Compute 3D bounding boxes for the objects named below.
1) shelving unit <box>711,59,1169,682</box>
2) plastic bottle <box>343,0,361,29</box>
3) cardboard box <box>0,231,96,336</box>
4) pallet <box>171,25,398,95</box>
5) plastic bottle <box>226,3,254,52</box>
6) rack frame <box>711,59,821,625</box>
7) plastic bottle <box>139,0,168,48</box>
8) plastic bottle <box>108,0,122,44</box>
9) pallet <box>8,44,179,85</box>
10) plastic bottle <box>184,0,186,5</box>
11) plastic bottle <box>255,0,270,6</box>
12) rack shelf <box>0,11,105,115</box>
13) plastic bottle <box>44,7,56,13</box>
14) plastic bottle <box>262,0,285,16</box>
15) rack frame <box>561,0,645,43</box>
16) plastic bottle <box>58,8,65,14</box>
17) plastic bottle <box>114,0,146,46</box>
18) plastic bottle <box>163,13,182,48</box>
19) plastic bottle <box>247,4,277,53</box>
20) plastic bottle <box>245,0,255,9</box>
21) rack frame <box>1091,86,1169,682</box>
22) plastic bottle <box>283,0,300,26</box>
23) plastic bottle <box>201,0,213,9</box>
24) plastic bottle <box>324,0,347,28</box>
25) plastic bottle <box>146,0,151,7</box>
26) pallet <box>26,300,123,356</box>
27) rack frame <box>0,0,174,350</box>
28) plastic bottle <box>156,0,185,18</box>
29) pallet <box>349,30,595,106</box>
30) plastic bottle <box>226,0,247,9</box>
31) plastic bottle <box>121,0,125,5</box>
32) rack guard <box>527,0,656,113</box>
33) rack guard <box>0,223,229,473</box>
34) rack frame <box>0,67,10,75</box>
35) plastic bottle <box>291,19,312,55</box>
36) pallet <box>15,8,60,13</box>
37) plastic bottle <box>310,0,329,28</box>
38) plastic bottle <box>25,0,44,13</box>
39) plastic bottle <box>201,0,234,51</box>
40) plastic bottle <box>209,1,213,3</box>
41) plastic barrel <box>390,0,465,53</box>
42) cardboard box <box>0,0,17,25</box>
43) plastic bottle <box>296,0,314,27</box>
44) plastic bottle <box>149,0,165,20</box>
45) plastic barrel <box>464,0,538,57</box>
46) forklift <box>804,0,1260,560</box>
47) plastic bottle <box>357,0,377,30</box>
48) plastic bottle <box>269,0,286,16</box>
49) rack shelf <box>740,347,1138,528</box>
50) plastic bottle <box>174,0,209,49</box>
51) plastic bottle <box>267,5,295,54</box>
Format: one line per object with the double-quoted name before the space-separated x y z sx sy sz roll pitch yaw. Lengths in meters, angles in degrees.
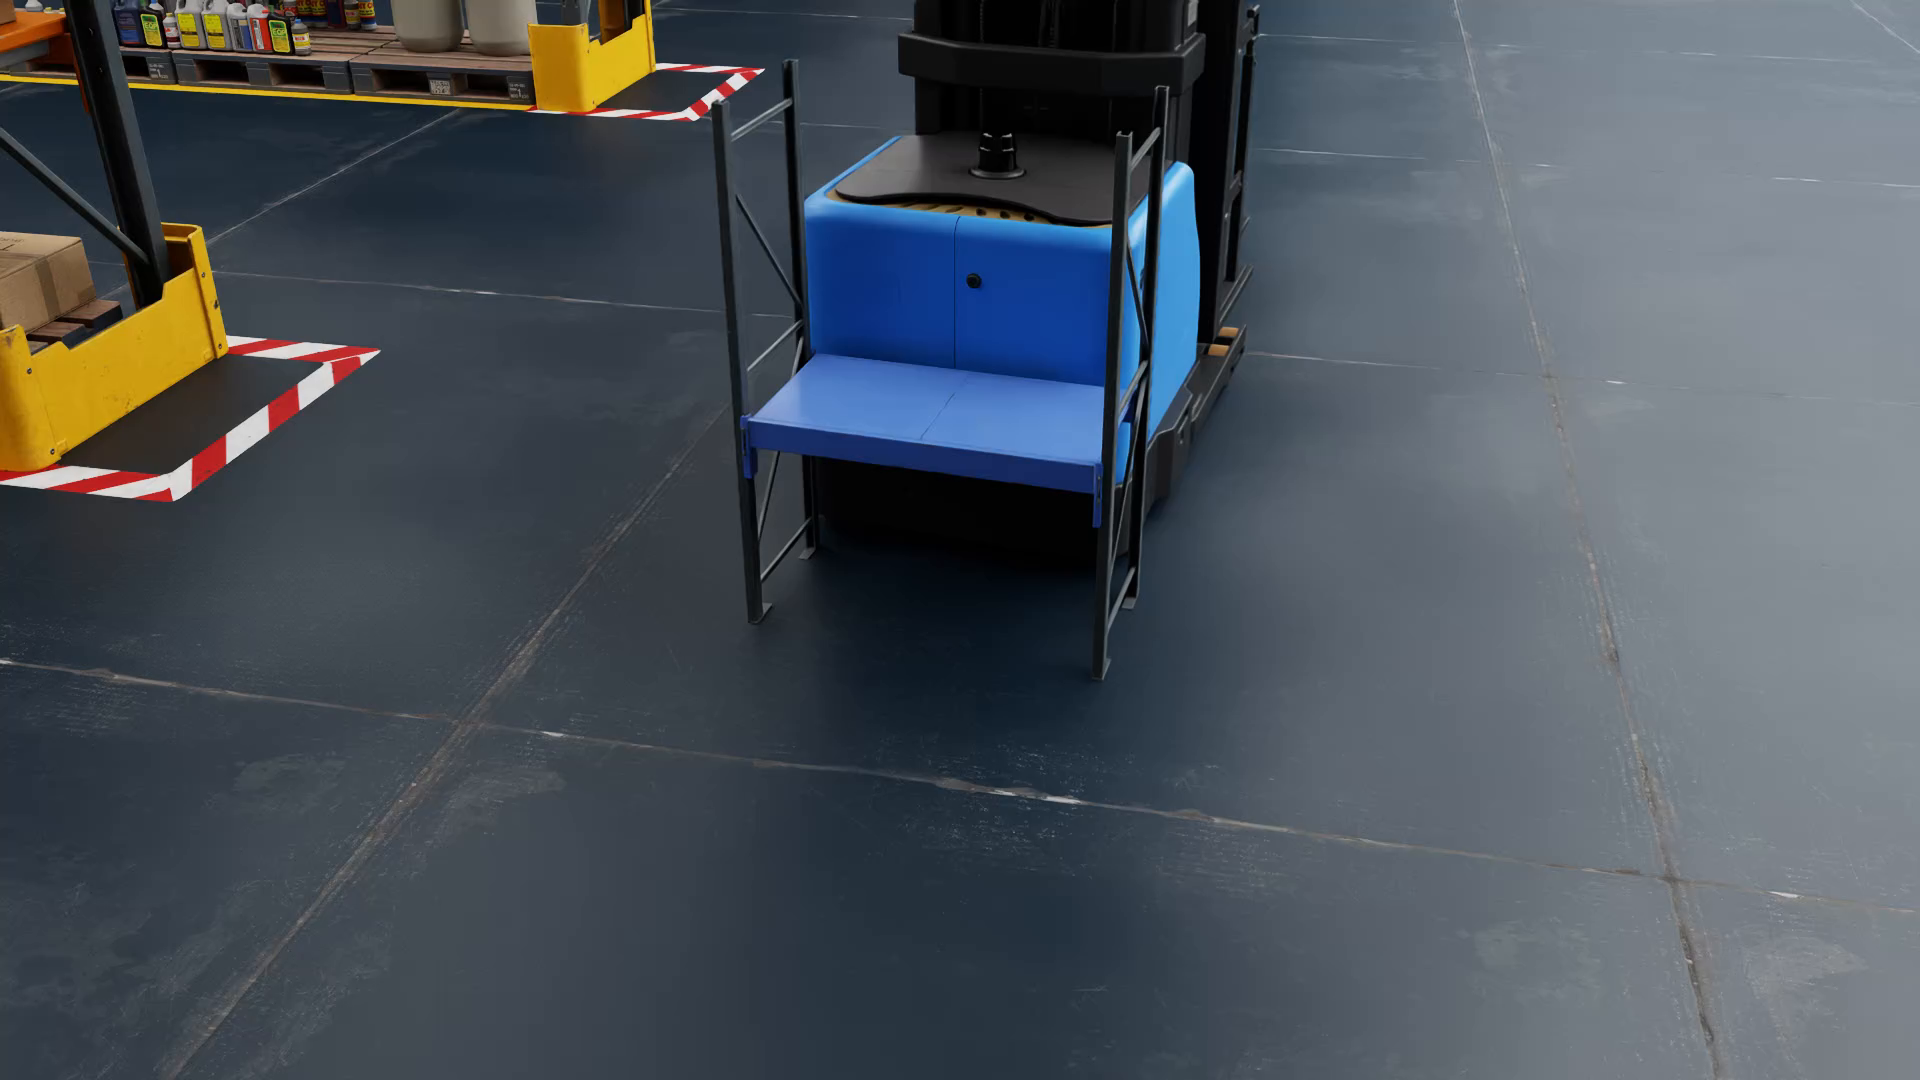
"shelving unit" -0.040 -0.457 4.523 1.048 1.500 0.538 8 30 15
"plastic bottle" -3.986 -3.464 10.909 0.097 0.201 0.097 0 29 0
"cardboard box" -3.693 -0.970 6.325 0.500 0.250 0.500 6 29 11
"pallet" -4.244 -3.129 10.746 1.213 0.211 1.003 6 29 11
"plastic bottle" -4.441 -3.188 10.328 0.135 0.276 0.152 5 29 9
"rack frame" -0.526 -0.529 4.654 0.032 1.500 0.500 8 30 15
"plastic bottle" -5.049 -3.231 10.399 0.133 0.283 0.061 7 30 13
"plastic bottle" -5.386 -3.316 10.484 0.185 0.351 0.144 7 29 12
"pallet" -5.441 -3.251 10.968 1.213 0.211 1.003 6 29 11
"plastic bottle" -5.211 -3.643 11.082 0.185 0.351 0.144 4 29 8
"plastic bottle" -4.616 -3.528 11.027 0.097 0.201 0.097 0 29 0
"rack shelf" -5.171 -1.719 6.015 4.000 0.370 1.077 6 29 11
"plastic bottle" -5.769 -3.278 10.570 0.097 0.201 0.097 0 29 0
"plastic bottle" -4.284 -3.228 10.393 0.133 0.283 0.061 6 29 11
"rack frame" -2.177 -4.160 9.724 0.127 3.000 1.000 6 29 11
"plastic bottle" -5.670 -3.268 10.552 0.097 0.201 0.097 0 29 0
"plastic bottle" -5.201 -3.297 10.449 0.185 0.351 0.144 5 29 8
"plastic bottle" -4.929 -3.192 10.413 0.097 0.201 0.097 0 29 0
"plastic bottle" -4.305 -3.174 10.303 0.135 0.276 0.152 6 29 11
"plastic bottle" -4.737 -3.560 11.007 0.135 0.276 0.152 6 29 11
"rack frame" 0.446 -0.386 4.393 0.032 1.500 0.500 8 30 15
"plastic bottle" -4.415 -3.508 10.989 0.097 0.201 0.097 0 29 0
"plastic bottle" -4.779 -3.294 10.521 0.135 0.276 0.152 6 29 11
"plastic bottle" -4.102 -3.521 10.928 0.133 0.283 0.061 6 29 11
"plastic bottle" -5.429 -3.595 10.993 0.185 0.351 0.144 6 29 11
"pallet" -3.972 -0.668 6.250 1.213 0.211 1.003 6 29 11
"rack frame" -3.215 -1.834 5.476 0.127 3.000 1.000 6 29 11
"plastic bottle" -5.217 -3.539 10.968 0.135 0.276 0.152 6 29 11
"pallet" -3.054 -3.006 10.521 1.213 0.211 1.003 6 29 11
"plastic bottle" -4.759 -3.513 10.914 0.133 0.283 0.061 6 29 11
"plastic bottle" -5.356 -3.384 10.607 0.185 0.351 0.144 6 29 11
"rack guard" -2.261 -3.049 10.298 0.348 0.500 1.175 6 29 11
"rack guard" -3.191 -0.735 6.072 0.348 0.500 1.175 6 29 11
"rack frame" -6.089 -4.561 10.457 0.127 3.000 1.000 6 29 11
"plastic bottle" -4.064 -3.104 10.251 0.097 0.201 0.097 0 29 0
"pallet" -6.865 -3.398 11.237 1.213 0.211 1.003 6 29 11
"plastic bottle" -4.220 -3.518 10.936 0.097 0.271 0.097 0 29 0
"plastic bottle" -5.869 -3.319 10.572 0.097 0.271 0.097 0 29 0
"plastic bottle" -4.604 -3.236 10.337 0.185 0.351 0.144 7 29 13
"plastic bottle" -4.891 -3.531 10.946 0.133 0.283 0.061 6 29 11
"plastic barrel" -3.327 -3.333 10.368 0.421 0.512 0.421 0 29 0
"cardboard box" -3.669 -1.931 5.549 0.500 0.500 0.700 6 29 11
"plastic bottle" -4.318 -3.528 10.954 0.097 0.271 0.097 0 29 0
"plastic bottle" -5.050 -3.265 10.473 0.097 0.271 0.097 0 29 0
"plastic barrel" -2.836 -3.283 10.276 0.421 0.512 0.421 0 29 0
"forklift" 0.477 -1.916 5.698 1.130 2.935 3.031 9 30 17
"plastic bottle" -3.885 -3.484 10.873 0.097 0.271 0.097 0 29 0
"plastic bottle" -4.516 -3.549 10.992 0.097 0.271 0.097 0 29 0
"rack shelf" -0.040 -0.300 4.610 1.000 0.185 0.538 8 30 15
"plastic bottle" -4.786 -3.254 10.371 0.185 0.351 0.144 6 29 10
"plastic bottle" -4.183 -3.143 10.237 0.133 0.283 0.061 7 29 12
